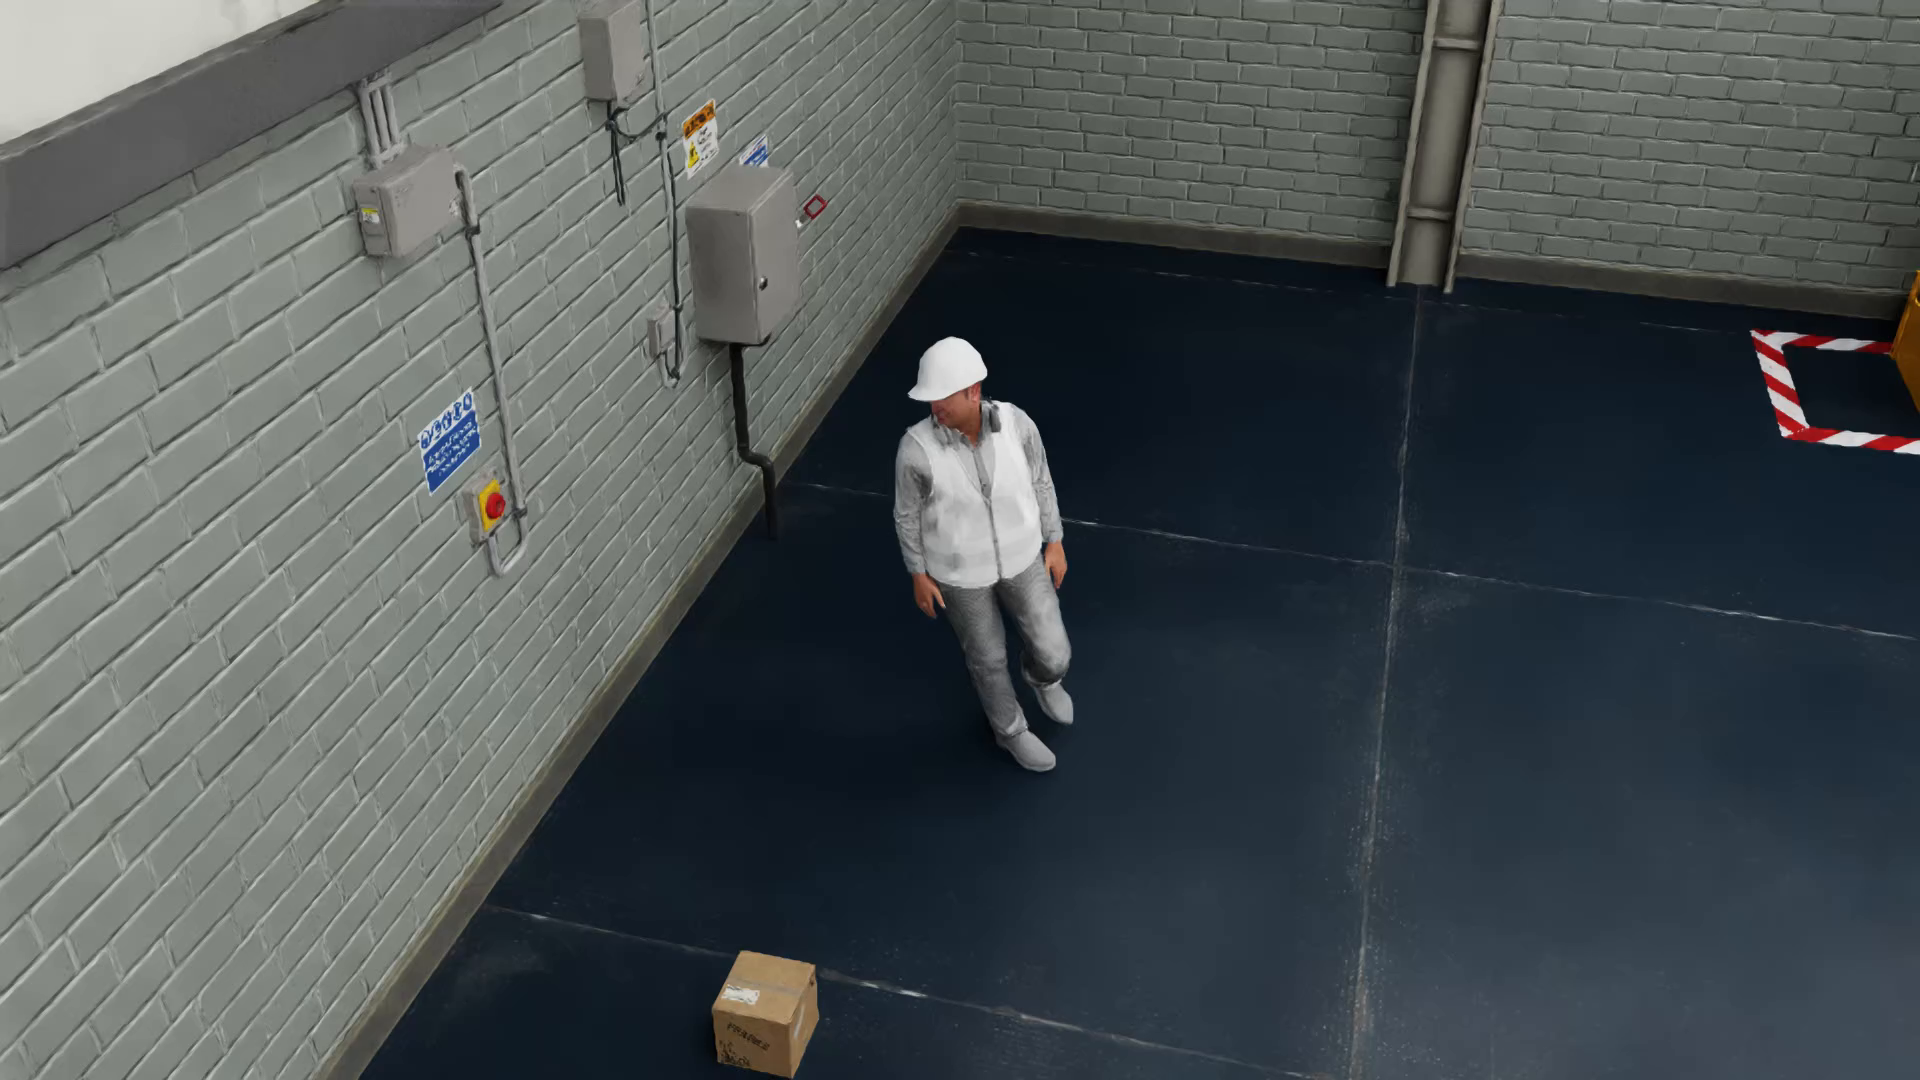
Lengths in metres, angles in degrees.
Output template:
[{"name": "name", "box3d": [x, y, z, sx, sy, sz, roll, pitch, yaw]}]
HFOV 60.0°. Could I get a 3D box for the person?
[{"name": "person", "box3d": [0.133, 0.099, 5.963, 0.687, 1.759, 0.476, -11, 34, -17]}]
